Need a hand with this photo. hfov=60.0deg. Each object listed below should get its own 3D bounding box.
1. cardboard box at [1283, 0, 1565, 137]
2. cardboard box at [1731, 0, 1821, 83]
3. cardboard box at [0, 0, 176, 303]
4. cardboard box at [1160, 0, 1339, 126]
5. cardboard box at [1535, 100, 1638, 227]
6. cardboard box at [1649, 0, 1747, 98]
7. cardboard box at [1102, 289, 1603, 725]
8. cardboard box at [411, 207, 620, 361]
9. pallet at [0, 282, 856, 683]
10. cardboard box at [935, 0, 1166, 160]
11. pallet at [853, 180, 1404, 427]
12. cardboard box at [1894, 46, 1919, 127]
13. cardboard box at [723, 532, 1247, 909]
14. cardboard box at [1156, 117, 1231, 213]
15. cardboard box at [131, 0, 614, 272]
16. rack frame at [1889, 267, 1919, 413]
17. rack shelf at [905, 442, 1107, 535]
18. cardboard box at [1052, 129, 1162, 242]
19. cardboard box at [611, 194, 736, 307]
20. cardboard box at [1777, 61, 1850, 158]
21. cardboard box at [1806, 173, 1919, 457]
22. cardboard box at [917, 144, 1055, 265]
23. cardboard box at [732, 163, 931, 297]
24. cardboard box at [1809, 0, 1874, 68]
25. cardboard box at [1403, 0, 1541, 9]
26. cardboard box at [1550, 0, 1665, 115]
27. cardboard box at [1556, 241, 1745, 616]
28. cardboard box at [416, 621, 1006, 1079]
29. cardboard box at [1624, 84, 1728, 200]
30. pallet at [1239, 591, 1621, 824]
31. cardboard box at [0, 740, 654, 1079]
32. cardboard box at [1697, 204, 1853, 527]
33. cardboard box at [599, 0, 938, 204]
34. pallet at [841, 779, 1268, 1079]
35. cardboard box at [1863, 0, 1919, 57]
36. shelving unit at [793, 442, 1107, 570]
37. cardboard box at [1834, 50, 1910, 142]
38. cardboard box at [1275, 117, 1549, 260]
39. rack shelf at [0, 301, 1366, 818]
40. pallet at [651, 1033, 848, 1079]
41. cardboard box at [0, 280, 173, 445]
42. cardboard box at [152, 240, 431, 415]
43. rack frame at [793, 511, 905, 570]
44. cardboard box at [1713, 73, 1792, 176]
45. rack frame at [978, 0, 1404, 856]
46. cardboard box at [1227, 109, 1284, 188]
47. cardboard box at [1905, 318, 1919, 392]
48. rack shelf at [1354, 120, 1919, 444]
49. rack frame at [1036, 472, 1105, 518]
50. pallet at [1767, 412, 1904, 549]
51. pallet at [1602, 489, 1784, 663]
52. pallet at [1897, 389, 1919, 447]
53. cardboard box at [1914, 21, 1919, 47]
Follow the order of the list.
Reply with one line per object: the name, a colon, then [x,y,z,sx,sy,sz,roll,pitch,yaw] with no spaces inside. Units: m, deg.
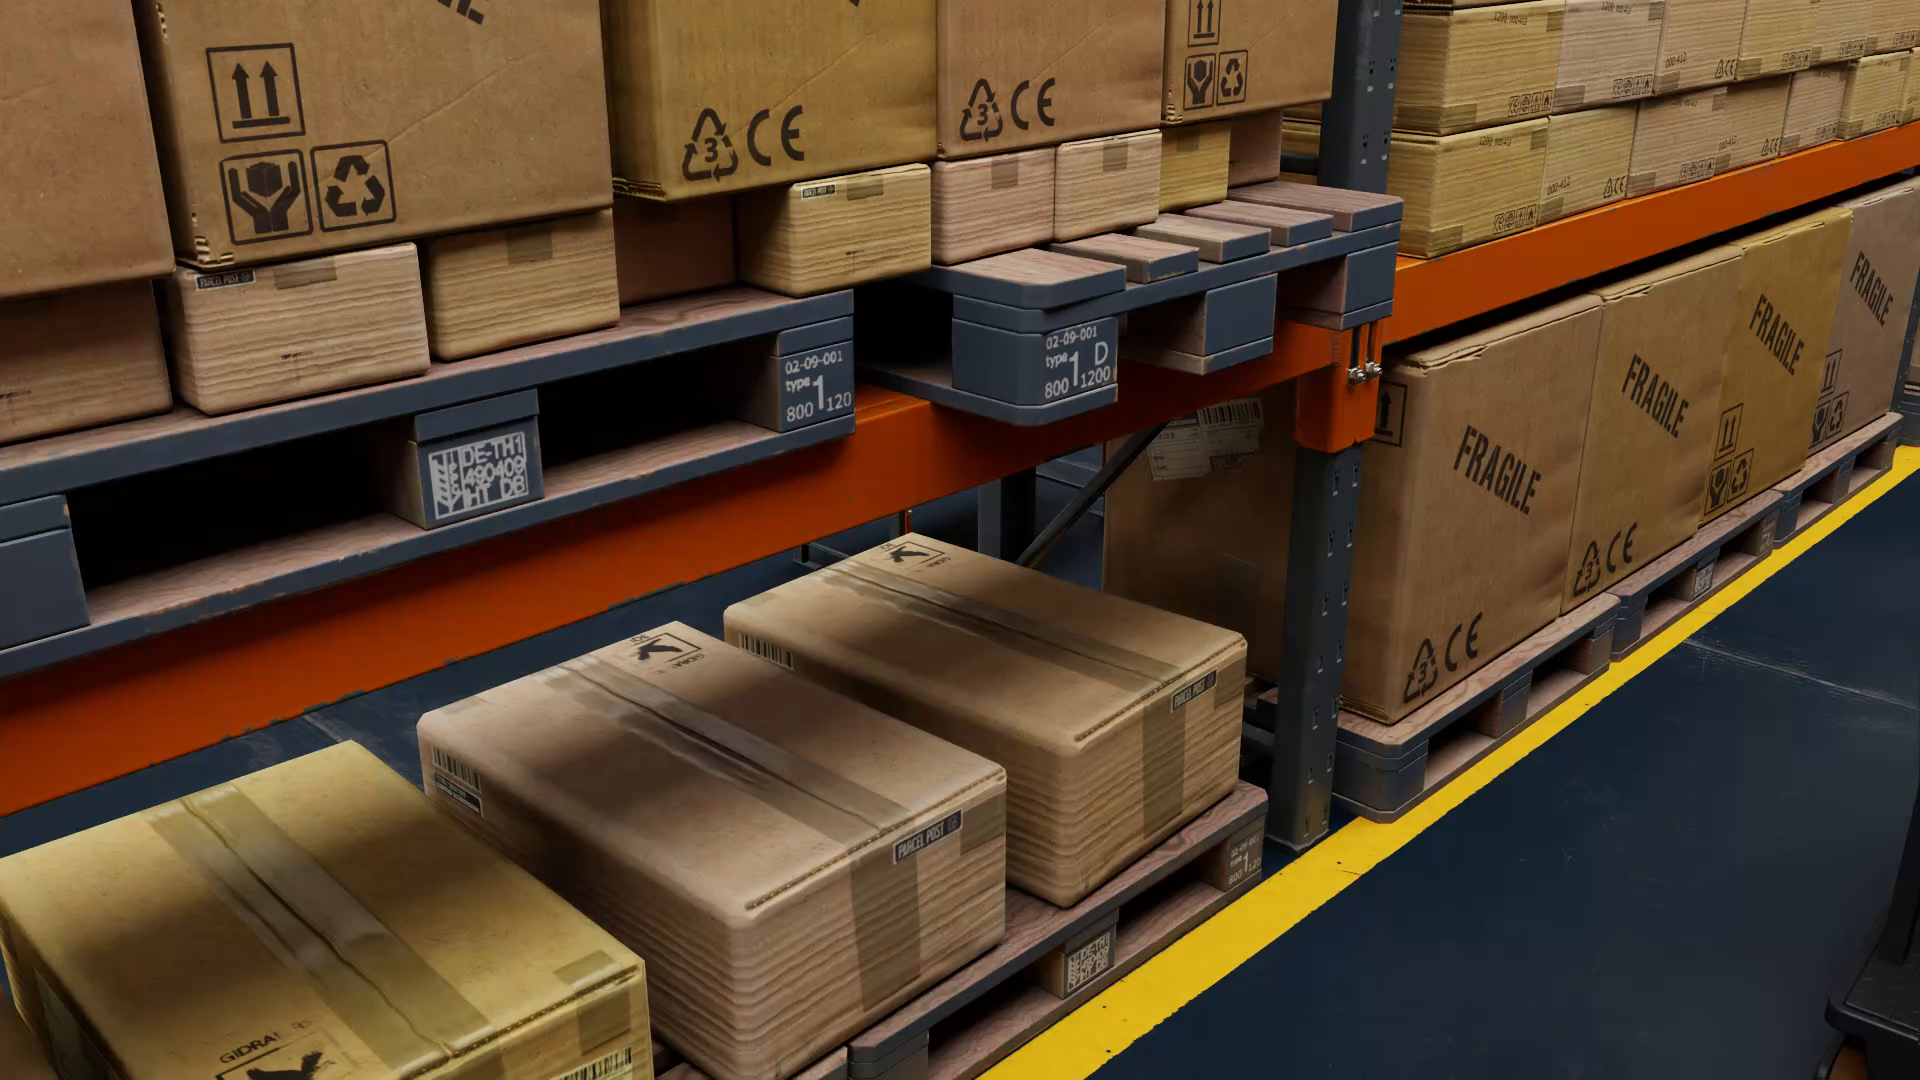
cardboard box: [0.974,-1.063,3.673,0.500,0.250,0.500,19,28,40]
cardboard box: [2.055,-1.448,4.673,0.500,0.250,0.500,-20,28,-41]
cardboard box: [-1.111,-0.486,1.519,0.500,0.500,0.500,19,28,40]
cardboard box: [0.326,-1.027,2.926,0.500,0.500,0.500,18,28,39]
cardboard box: [1.311,-0.961,4.103,0.500,0.250,0.500,18,28,39]
cardboard box: [1.692,-1.321,4.343,0.500,0.250,0.500,19,28,40]
cardboard box: [0.985,-0.193,4.271,0.875,0.875,0.875,19,28,40]
cardboard box: [-0.641,-0.349,2.067,0.380,0.149,0.250,18,27,39]
pallet: [-0.908,-0.223,2.241,1.003,0.211,1.213,19,28,41]
cardboard box: [-0.027,-0.891,2.573,0.500,0.500,0.500,19,28,40]
pallet: [0.023,-0.532,3.046,1.213,0.211,1.003,19,28,41]
cardboard box: [3.102,-1.611,5.795,0.500,0.250,0.500,18,28,39]
cardboard box: [0.042,0.342,3.582,0.950,0.372,0.625,17,27,37]
cardboard box: [0.248,-0.680,2.928,0.250,0.149,0.380,-20,28,-41]
cardboard box: [-0.760,-0.621,1.870,0.500,0.500,0.500,18,27,39]
rack frame: [3.234,-1.860,6.232,1.000,3.000,0.127,19,28,41]
rack shelf: [0.005,-0.299,5.465,0.538,0.278,1.000,19,28,41]
cardboard box: [0.105,-0.604,2.731,0.380,0.149,0.250,19,28,40]
cardboard box: [-0.524,-0.434,2.288,0.380,0.149,0.250,20,28,41]
cardboard box: [2.380,-1.356,5.130,0.500,0.250,0.500,18,28,39]
cardboard box: [2.859,-0.885,6.072,0.875,0.875,0.875,-19,28,-40]
cardboard box: [-0.077,-0.542,2.567,0.380,0.149,0.250,18,27,38]
cardboard box: [-0.259,-0.467,2.374,0.250,0.149,0.380,-20,28,-41]
cardboard box: [2.400,-1.584,5.027,0.500,0.250,0.500,-19,28,-41]
cardboard box: [0.963,-1.411,3.531,0.500,0.500,0.500,18,27,39]
cardboard box: [1.335,-1.196,4.018,0.500,0.250,0.500,-19,28,-41]
cardboard box: [1.610,-0.421,4.865,0.875,0.875,0.875,20,29,41]
cardboard box: [-0.467,0.533,3.083,0.950,0.372,0.625,19,28,40]
cardboard box: [1.681,-1.094,4.450,0.500,0.250,0.500,-19,28,-40]
pallet: [1.048,0.286,4.536,1.003,0.211,1.213,19,28,41]
cardboard box: [-1.000,0.727,2.580,0.625,0.372,0.950,-19,28,-40]
cardboard box: [2.234,-0.651,5.462,0.875,0.875,0.875,-19,28,-40]
cardboard box: [-0.378,-0.761,2.234,0.500,0.500,0.500,17,27,37]
pallet: [-0.103,0.670,3.536,1.003,0.211,1.213,19,28,41]
cardboard box: [2.757,-1.719,5.377,0.500,0.250,0.500,-19,28,-41]
shelving unit: [0.005,-0.527,5.377,0.538,1.125,1.048,19,28,41]
cardboard box: [2.746,-1.481,5.455,0.500,0.250,0.500,19,28,40]
cardboard box: [0.965,-0.824,3.748,0.500,0.250,0.500,19,28,40]
rack shelf: [-0.952,0.018,2.349,1.077,0.370,4.000,19,28,41]
pallet: [-0.954,0.983,2.724,1.003,0.211,1.213,19,28,41]
cardboard box: [-1.028,-0.218,1.725,0.380,0.149,0.250,20,28,41]
cardboard box: [-0.806,-0.273,1.869,0.250,0.149,0.380,-19,28,-40]
rack frame: [-0.350,-0.396,5.037,0.500,1.125,0.032,19,28,41]
cardboard box: [2.023,-1.222,4.782,0.500,0.250,0.500,19,28,41]
rack frame: [0.444,-0.832,3.557,1.000,3.000,0.127,19,28,41]
cardboard box: [0.383,-0.767,3.155,0.250,0.149,0.380,-19,28,-40]
cardboard box: [3.749,-0.994,6.967,0.875,0.438,0.875,19,28,40]
rack shelf: [1.839,-1.010,5.024,1.077,0.370,4.000,19,28,41]
rack frame: [0.359,-0.657,5.717,0.500,1.125,0.032,19,28,41]
pallet: [2.750,-0.341,6.168,1.003,0.211,1.213,19,28,41]
pallet: [1.899,-0.026,5.348,1.003,0.211,1.213,19,28,41]
pallet: [3.821,-0.734,7.190,1.003,0.211,1.213,19,28,41]
cardboard box: [3.101,-1.849,5.717,0.500,0.250,0.500,19,28,41]
